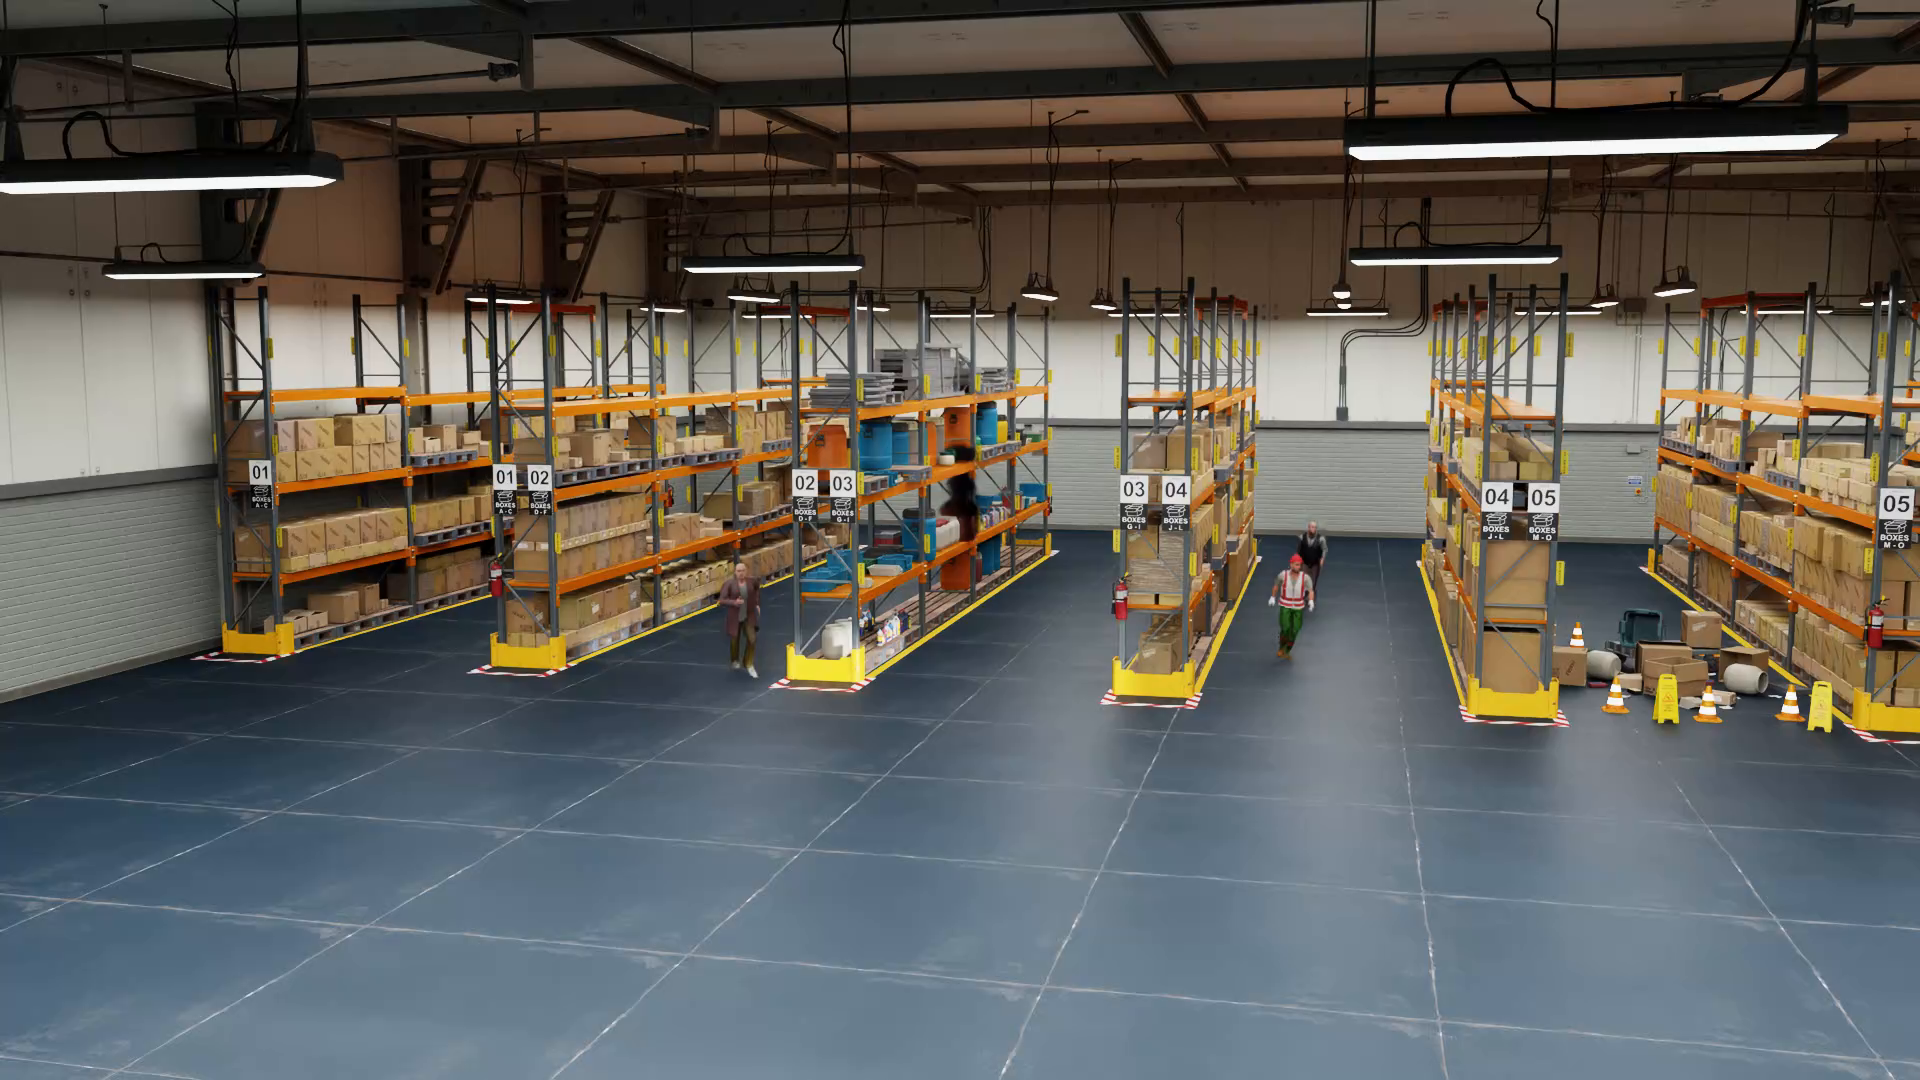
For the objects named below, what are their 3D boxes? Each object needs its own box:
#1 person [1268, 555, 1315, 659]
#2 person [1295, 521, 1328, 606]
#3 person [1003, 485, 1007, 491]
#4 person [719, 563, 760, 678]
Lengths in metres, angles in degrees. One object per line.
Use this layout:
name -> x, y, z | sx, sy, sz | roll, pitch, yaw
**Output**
person -> 5.312, 1.083, 26.527 | 0.639, 1.726, 0.832 | 0, 7, -1
person -> 6.796, 0.468, 32.233 | 0.667, 1.675, 0.778 | 2, 7, 15
person -> 1.086, -0.599, 41.650 | 0.876, 1.573, 0.532 | 1, 7, 8
person -> -3.375, 1.211, 25.494 | 0.676, 1.759, 1.006 | -2, 7, -15
